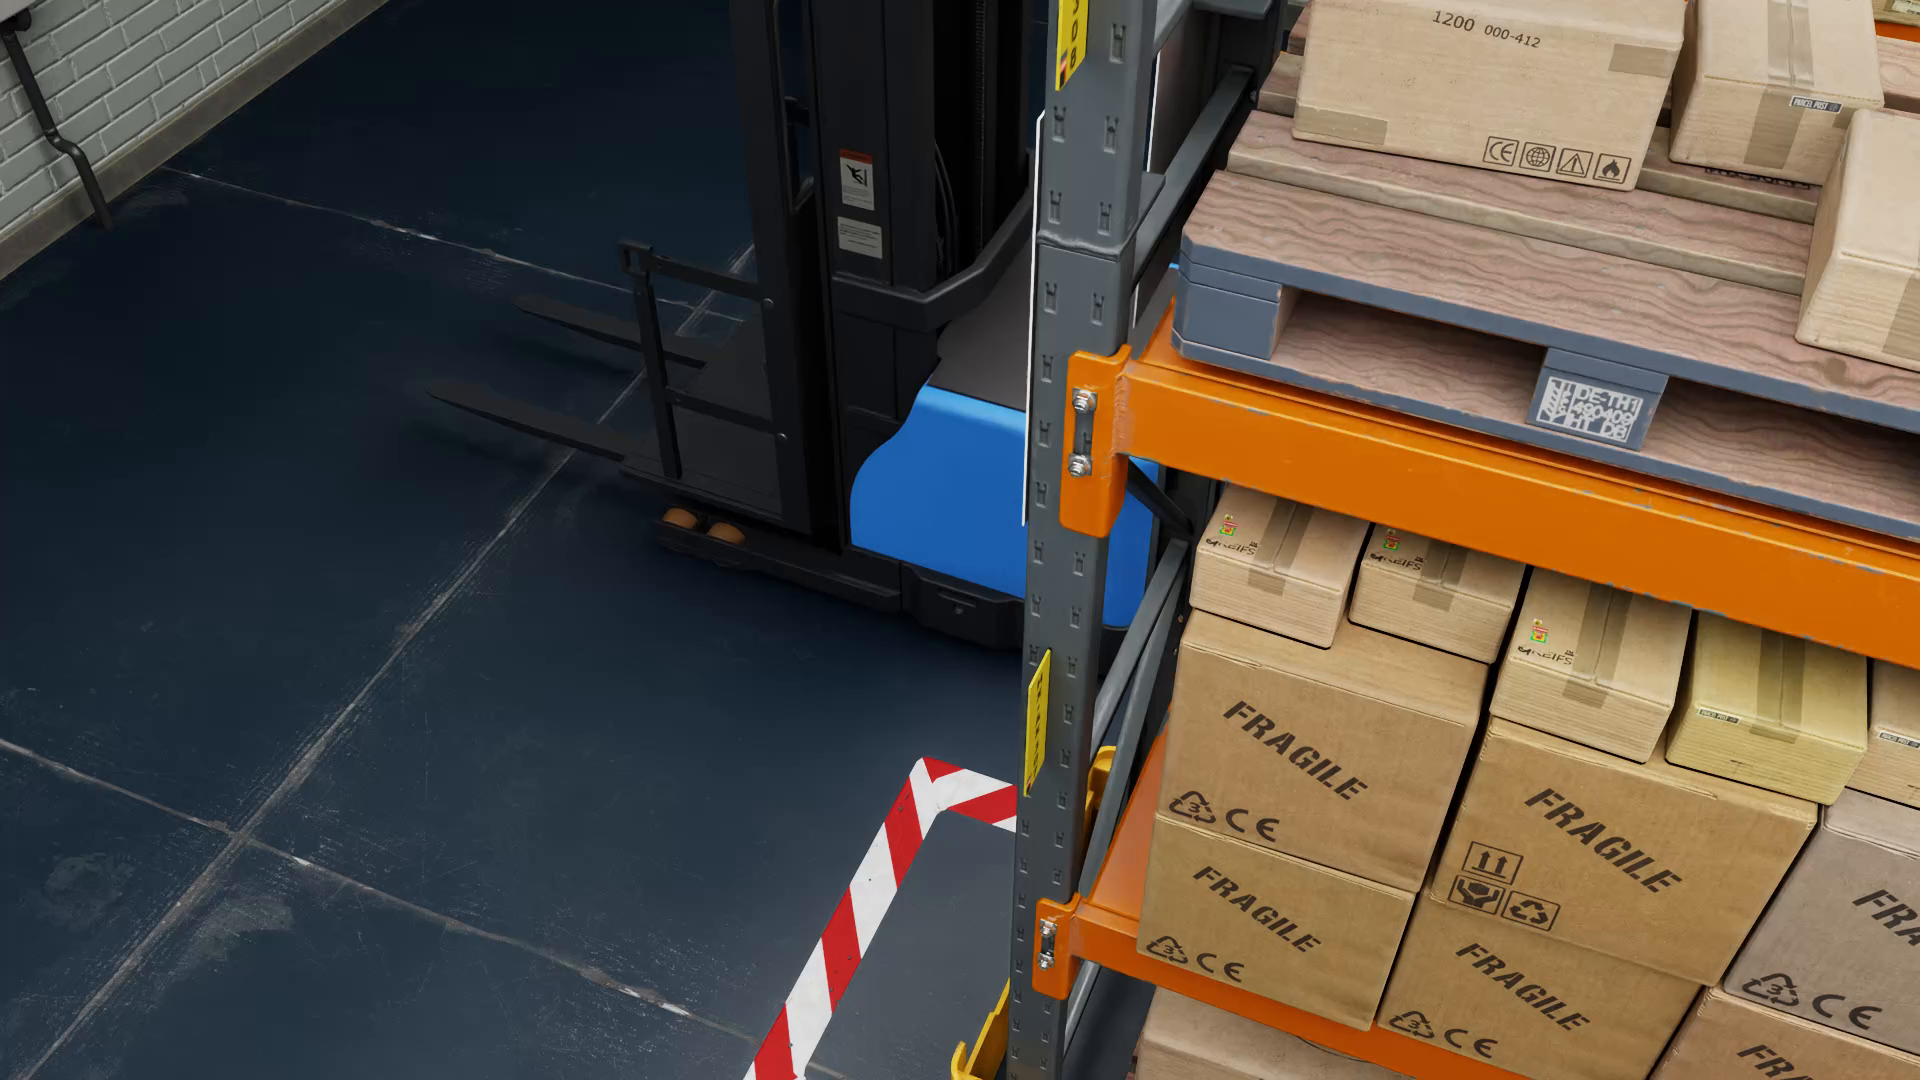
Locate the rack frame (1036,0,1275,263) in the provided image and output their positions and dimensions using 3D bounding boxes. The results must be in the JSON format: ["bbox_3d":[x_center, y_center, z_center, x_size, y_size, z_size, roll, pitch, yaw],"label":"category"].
[{"bbox_3d":[0.363,-1.806,1.685,0.127,3.000,1.000,16,47,16],"label":"rack frame"}]

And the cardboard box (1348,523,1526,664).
[{"bbox_3d":[0.853,0.002,2.881,0.250,0.149,0.380,17,47,17],"label":"cardboard box"}]

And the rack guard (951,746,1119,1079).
[{"bbox_3d":[0.341,1.200,4.689,0.348,0.500,1.175,16,47,16],"label":"rack guard"}]

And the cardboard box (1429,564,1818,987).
[{"bbox_3d":[1.176,0.382,2.959,0.500,0.500,0.500,15,47,15],"label":"cardboard box"}]

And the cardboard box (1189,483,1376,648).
[{"bbox_3d":[0.584,-0.022,2.906,0.250,0.149,0.380,17,47,17],"label":"cardboard box"}]

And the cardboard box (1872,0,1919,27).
[{"bbox_3d":[3.638,-2.172,6.485,0.250,0.149,0.380,15,47,15],"label":"cardboard box"}]

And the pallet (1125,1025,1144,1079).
[{"bbox_3d":[1.131,1.476,4.617,1.213,0.211,1.003,16,47,16],"label":"pallet"}]

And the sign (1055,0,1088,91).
[{"bbox_3d":[0.143,-0.721,2.045,0.005,0.325,0.100,16,47,16],"label":"sign"}]

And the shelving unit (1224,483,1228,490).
[{"bbox_3d":[1.251,-0.475,5.874,0.503,1.200,0.258,5,45,5],"label":"shelving unit"}]

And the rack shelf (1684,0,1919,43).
[{"bbox_3d":[4.116,-2.113,6.757,4.000,0.370,1.077,16,47,16],"label":"rack shelf"}]

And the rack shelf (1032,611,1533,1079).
[{"bbox_3d":[2.209,1.119,3.509,4.000,0.370,1.077,16,47,16],"label":"rack shelf"}]

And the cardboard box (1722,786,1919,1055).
[{"bbox_3d":[1.654,0.517,2.824,0.500,0.500,0.500,16,47,16],"label":"cardboard box"}]

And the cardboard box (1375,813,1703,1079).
[{"bbox_3d":[1.173,0.722,3.327,0.500,0.500,0.500,16,47,15],"label":"cardboard box"}]

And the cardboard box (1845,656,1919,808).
[{"bbox_3d":[1.561,0.244,2.638,0.250,0.149,0.380,17,47,16],"label":"cardboard box"}]

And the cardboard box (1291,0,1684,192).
[{"bbox_3d":[0.813,-0.810,2.548,0.500,0.250,0.500,12,46,12],"label":"cardboard box"}]

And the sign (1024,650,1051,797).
[{"bbox_3d":[0.143,0.346,3.106,0.005,0.325,0.100,16,47,16],"label":"sign"}]

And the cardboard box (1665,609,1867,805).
[{"bbox_3d":[1.299,0.207,2.675,0.250,0.149,0.380,15,47,15],"label":"cardboard box"}]

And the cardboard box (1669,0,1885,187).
[{"bbox_3d":[1.230,-0.712,2.522,0.250,0.149,0.380,13,46,13],"label":"cardboard box"}]

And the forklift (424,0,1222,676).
[{"bbox_3d":[-0.588,-1.261,5.440,3.031,2.935,1.130,17,47,16],"label":"forklift"}]

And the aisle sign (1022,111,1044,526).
[{"bbox_3d":[0.185,-0.431,2.714,0.004,0.787,0.394,16,47,16],"label":"aisle sign"}]

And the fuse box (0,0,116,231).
[{"bbox_3d":[-3.907,-2.066,7.113,0.414,1.711,0.539,16,47,16],"label":"fuse box"}]

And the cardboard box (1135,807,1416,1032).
[{"bbox_3d":[0.695,0.603,3.447,0.500,0.500,0.500,16,47,16],"label":"cardboard box"}]

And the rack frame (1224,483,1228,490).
[{"bbox_3d":[1.009,-0.498,5.894,0.015,1.200,0.240,5,45,5],"label":"rack frame"}]

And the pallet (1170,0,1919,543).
[{"bbox_3d":[1.051,-0.516,2.579,1.213,0.211,1.003,16,47,16],"label":"pallet"}]

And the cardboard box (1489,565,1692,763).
[{"bbox_3d":[1.049,0.148,2.735,0.250,0.149,0.380,18,48,17],"label":"cardboard box"}]

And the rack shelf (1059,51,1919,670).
[{"bbox_3d":[2.209,0.056,2.451,4.000,0.370,1.077,16,47,16],"label":"rack shelf"}]

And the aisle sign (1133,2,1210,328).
[{"bbox_3d":[0.416,-0.822,3.106,0.004,0.787,0.394,16,47,16],"label":"aisle sign"}]

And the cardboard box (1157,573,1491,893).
[{"bbox_3d":[0.696,0.247,3.096,0.500,0.500,0.500,15,47,15],"label":"cardboard box"}]

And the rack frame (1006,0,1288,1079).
[{"bbox_3d":[0.363,0.321,3.801,0.127,3.000,1.000,16,47,16],"label":"rack frame"}]

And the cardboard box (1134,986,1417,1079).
[{"bbox_3d":[1.010,1.194,4.442,0.875,0.438,0.875,15,47,15],"label":"cardboard box"}]

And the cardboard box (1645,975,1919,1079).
[{"bbox_3d":[1.635,0.872,3.176,0.500,0.500,0.500,16,47,16],"label":"cardboard box"}]

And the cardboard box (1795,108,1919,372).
[{"bbox_3d":[1.278,-0.393,2.201,0.250,0.149,0.380,18,48,17],"label":"cardboard box"}]
